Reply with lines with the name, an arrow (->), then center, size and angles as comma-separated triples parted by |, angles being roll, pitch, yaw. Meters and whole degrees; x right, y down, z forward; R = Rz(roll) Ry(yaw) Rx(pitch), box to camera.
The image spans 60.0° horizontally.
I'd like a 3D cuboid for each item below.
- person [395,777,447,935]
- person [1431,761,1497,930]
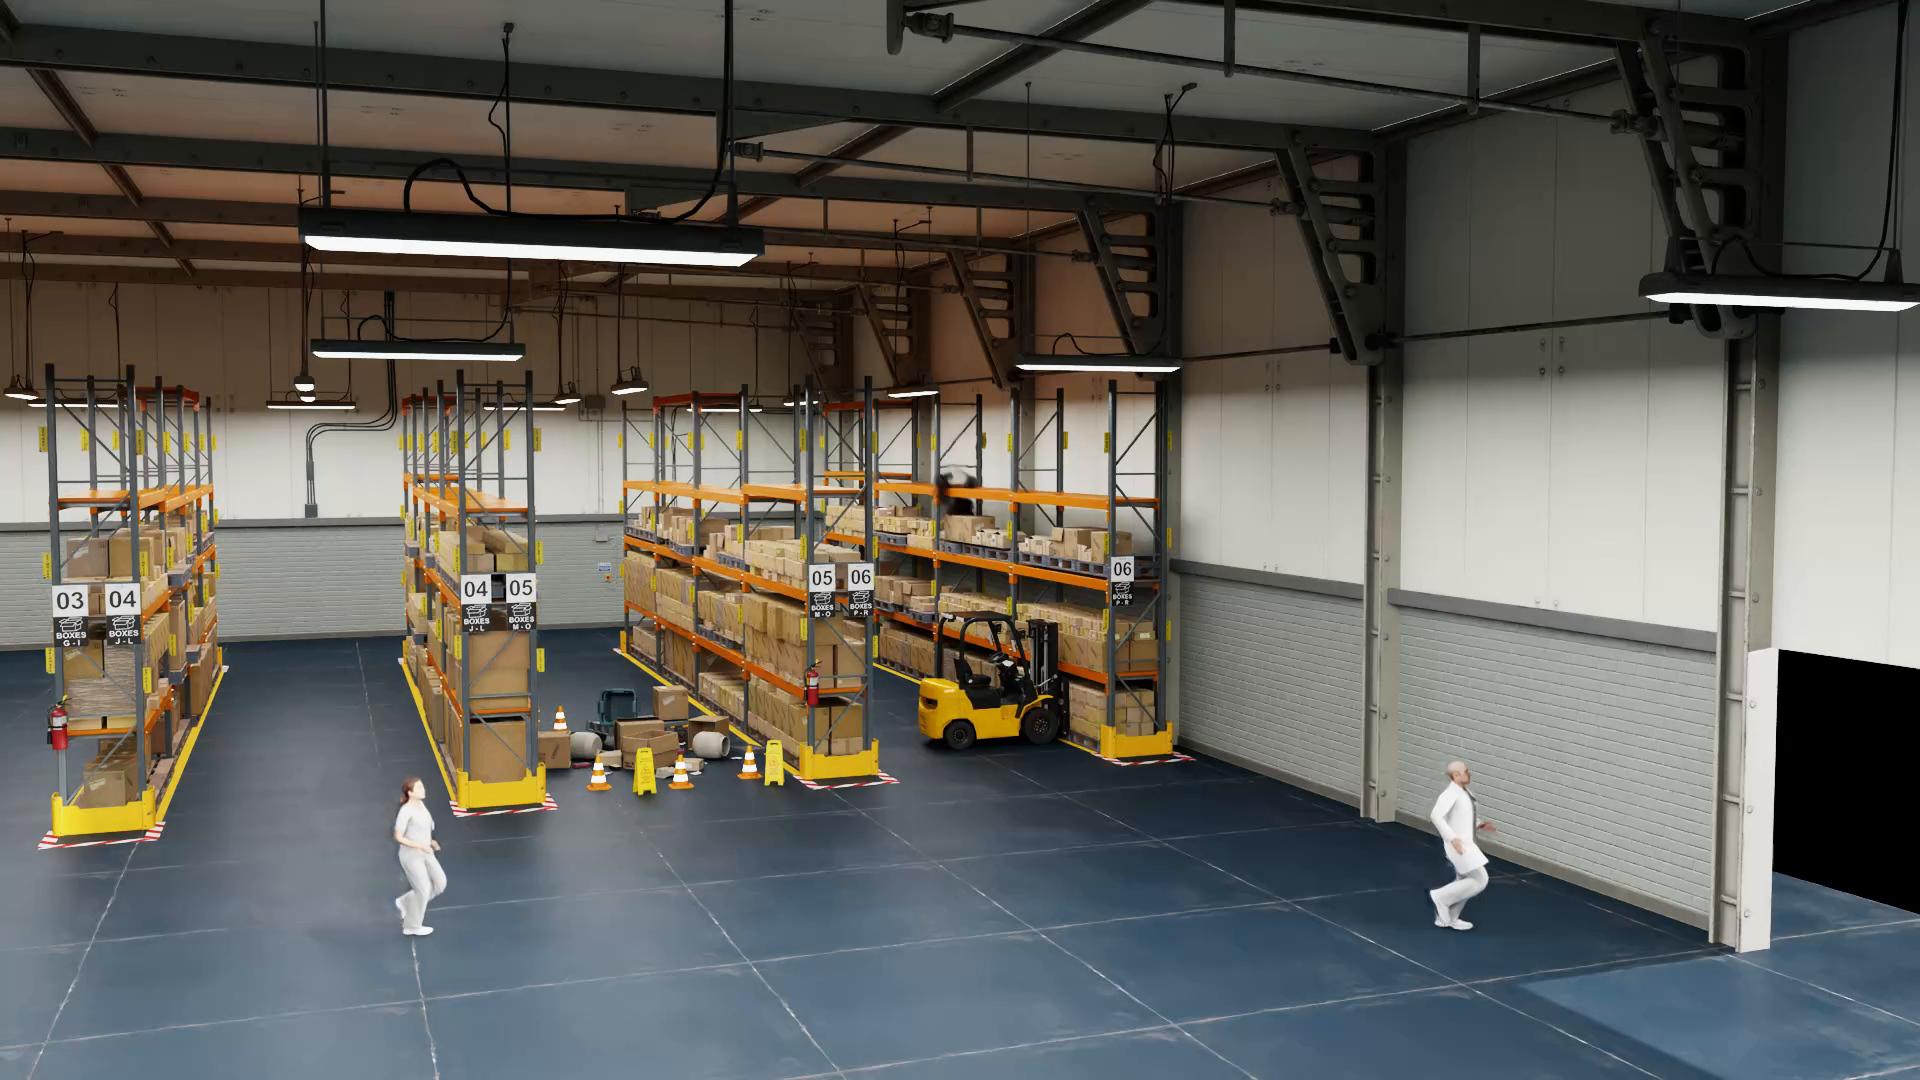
person -> -5.507, 3.200, 16.849 | 0.553, 1.624, 0.541 | 1, 3, 10
person -> 5.167, 3.135, 17.032 | 0.624, 1.735, 0.701 | 2, 4, 25
